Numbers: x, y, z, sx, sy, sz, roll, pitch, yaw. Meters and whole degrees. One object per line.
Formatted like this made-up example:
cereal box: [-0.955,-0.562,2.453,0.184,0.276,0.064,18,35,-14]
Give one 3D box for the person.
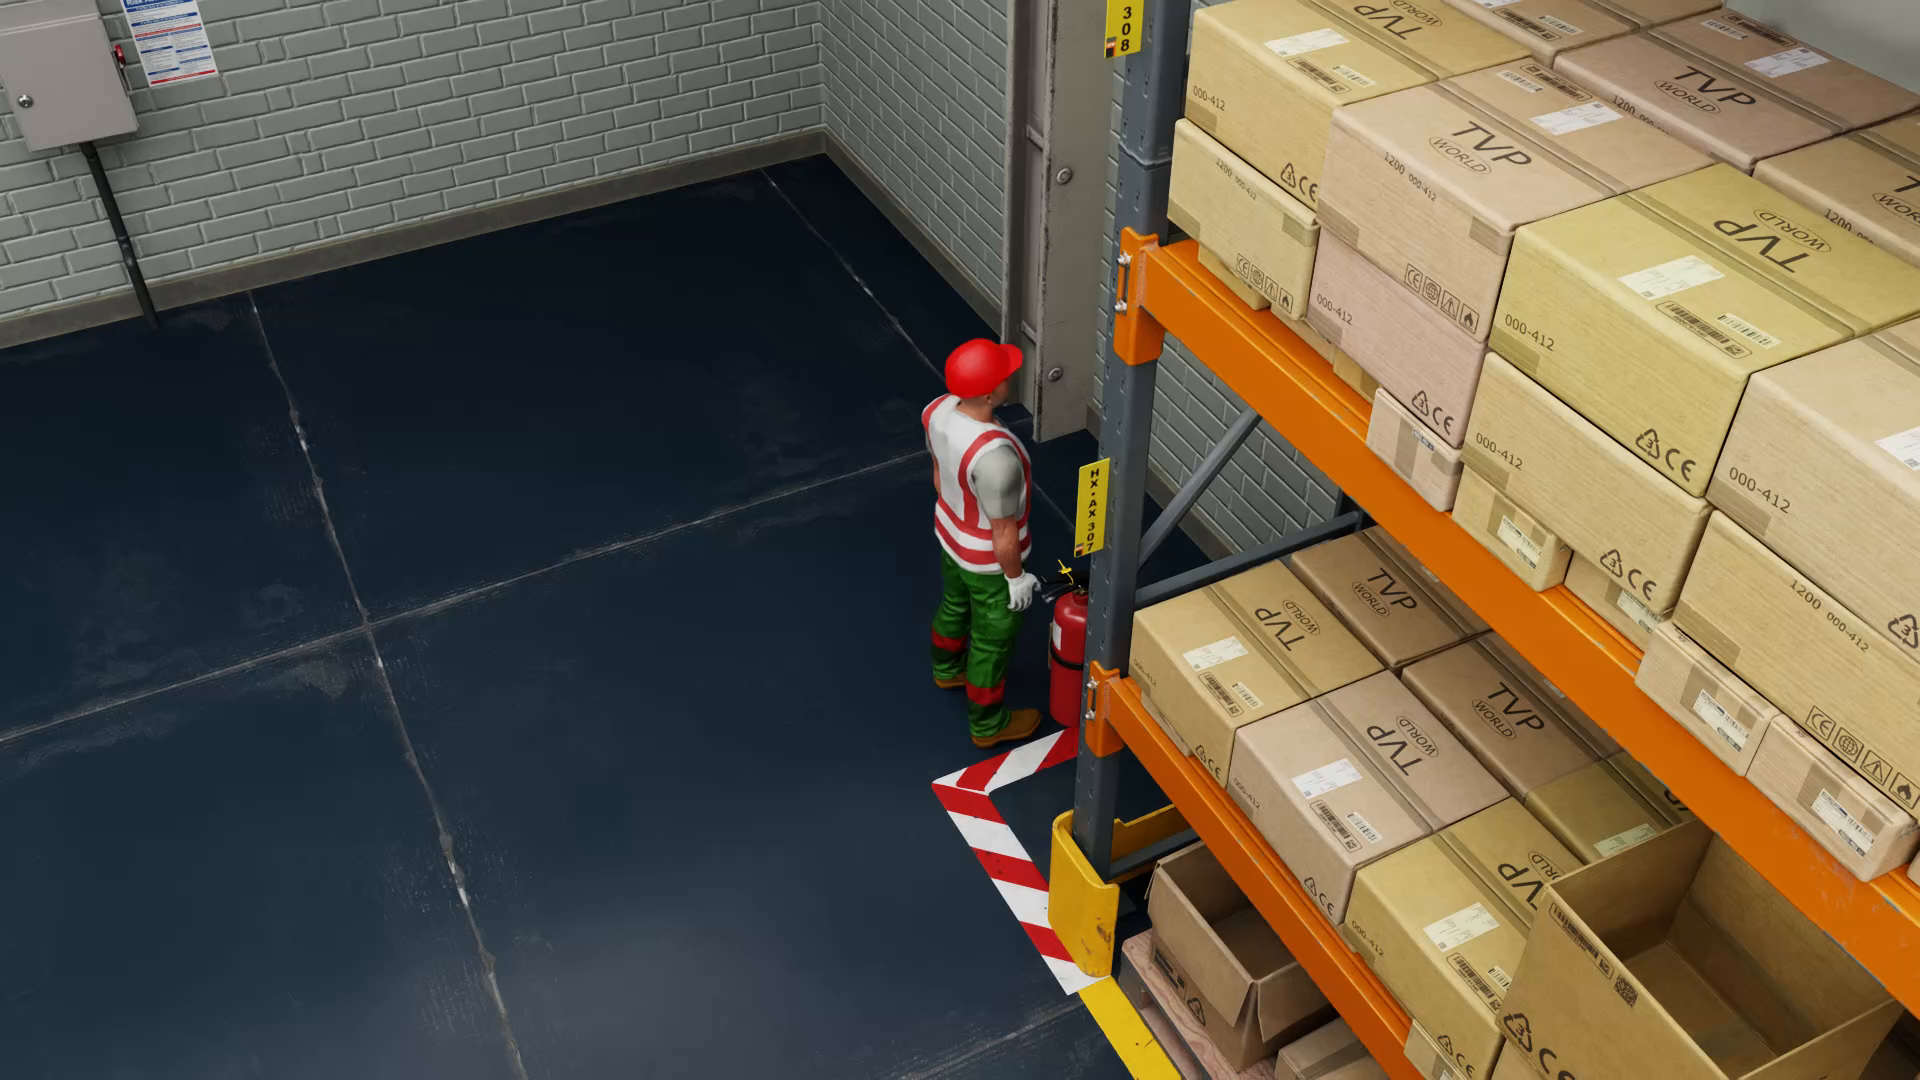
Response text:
person: [0.097,0.011,6.118,0.365,1.790,0.557,-17,44,-18]
